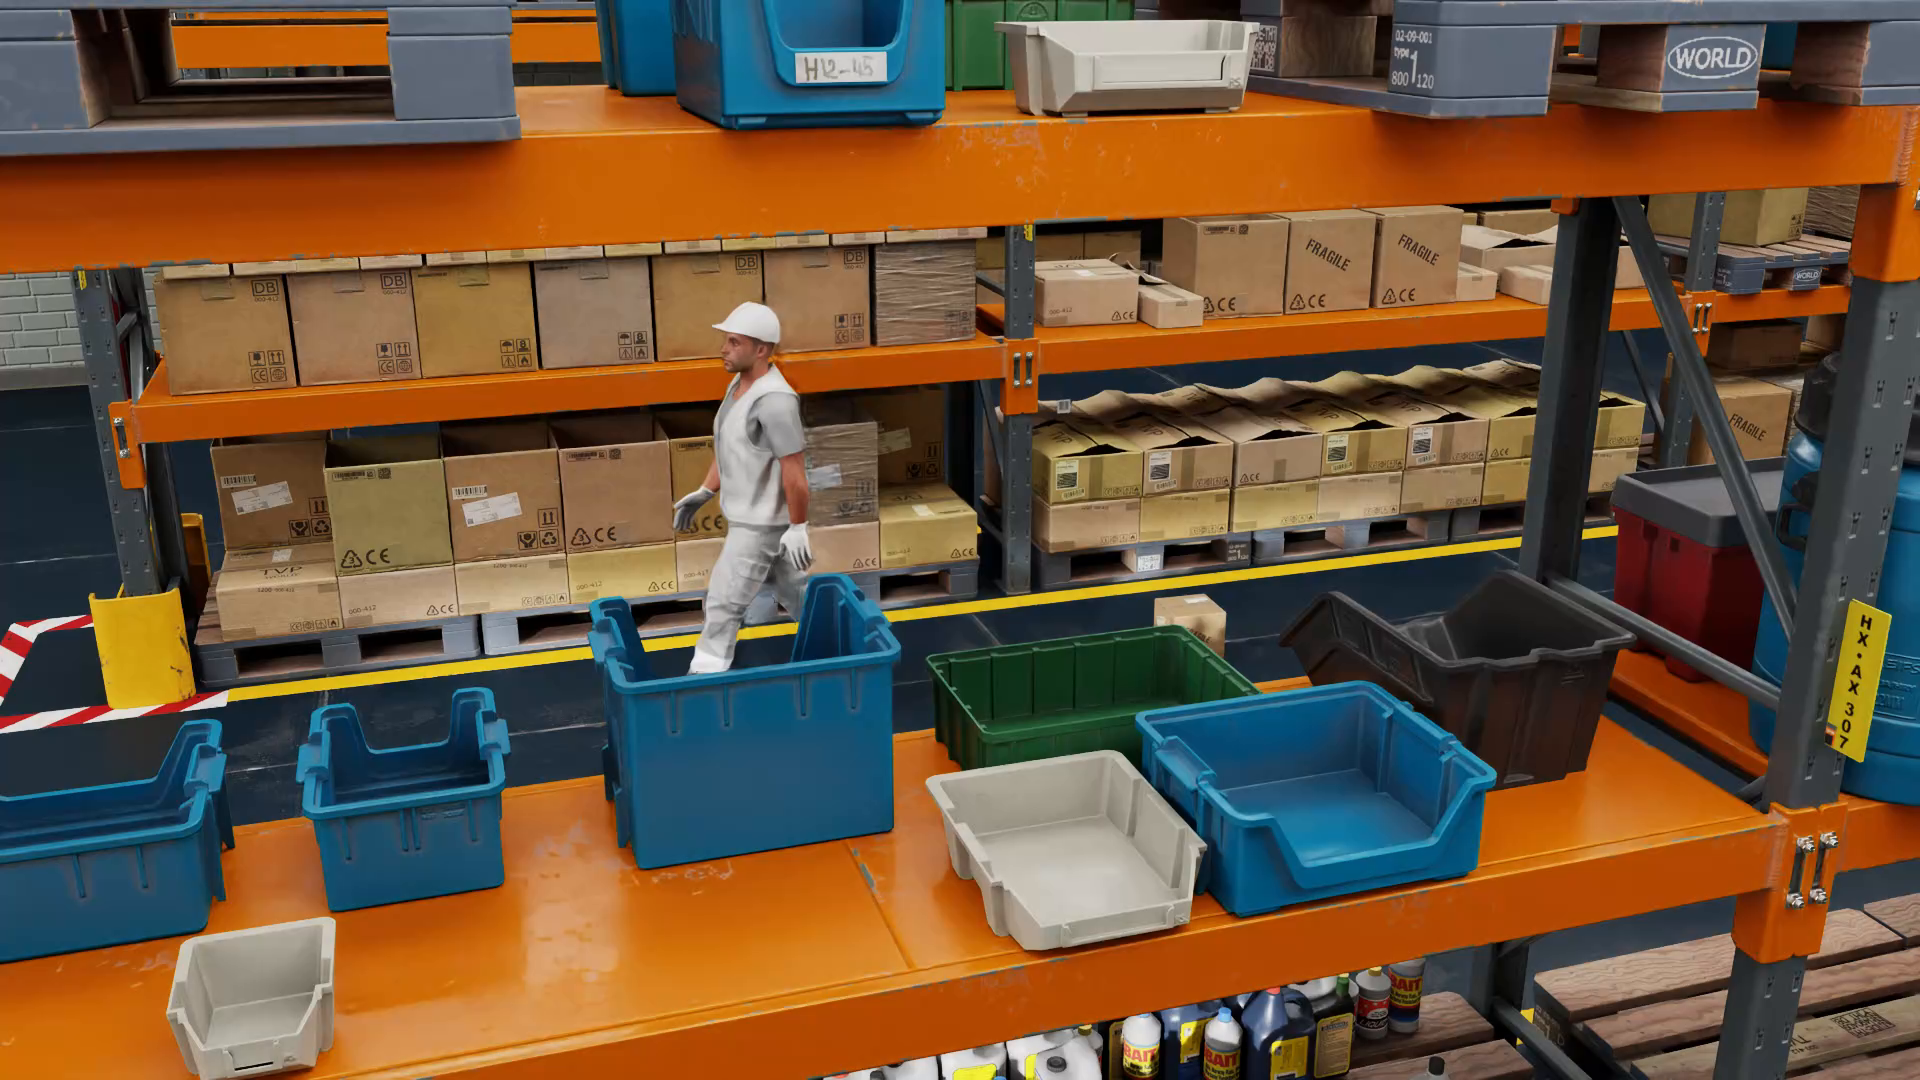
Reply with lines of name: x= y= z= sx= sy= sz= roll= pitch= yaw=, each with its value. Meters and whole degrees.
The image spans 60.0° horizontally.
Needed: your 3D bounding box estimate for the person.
person: x=-0.916 y=-0.103 z=6.764 sx=1.031 sy=1.725 sz=0.540 roll=-6 pitch=20 yaw=-18
